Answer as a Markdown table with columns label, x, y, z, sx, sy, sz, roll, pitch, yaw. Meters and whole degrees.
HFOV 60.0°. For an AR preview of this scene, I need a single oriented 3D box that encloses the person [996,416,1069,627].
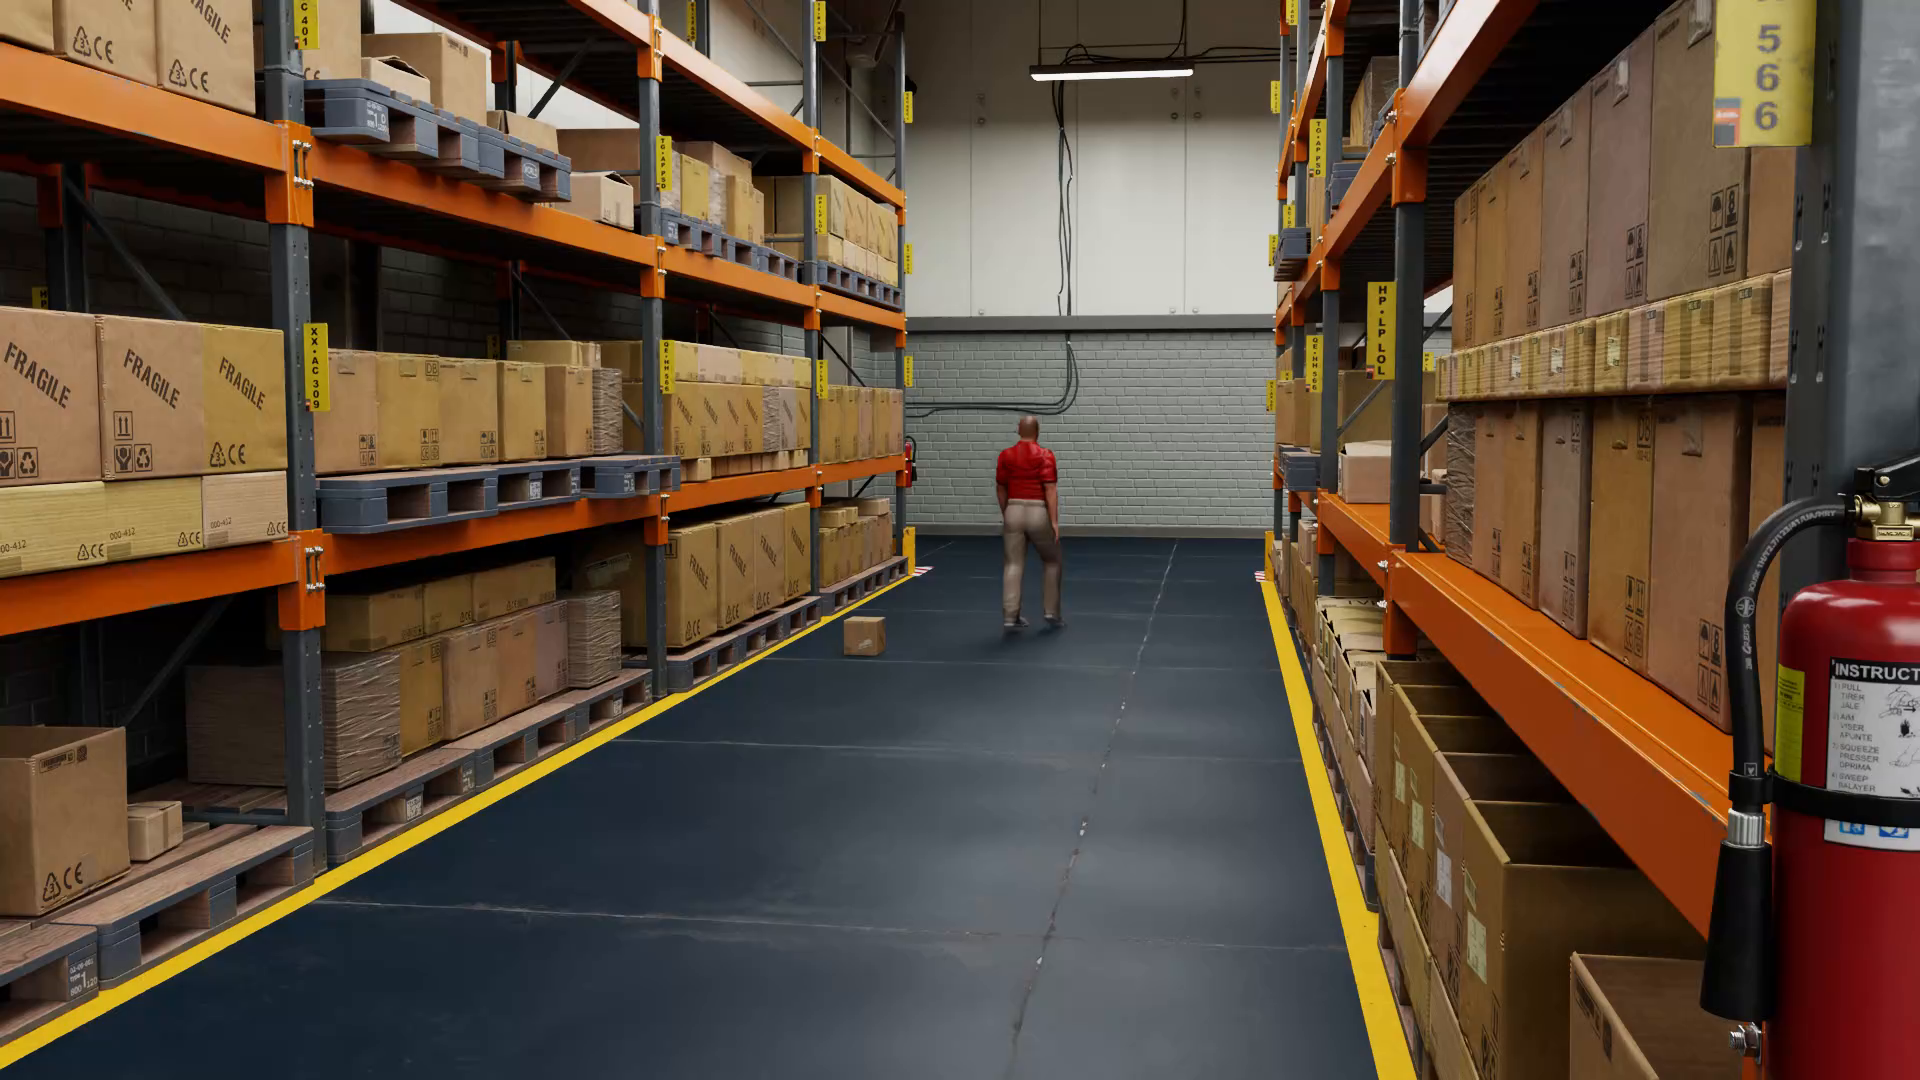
| label | x | y | z | sx | sy | sz | roll | pitch | yaw |
| --- | --- | --- | --- | --- | --- | --- | --- | --- | --- |
| person | 0.581 | -0.114 | 13.461 | 0.586 | 1.781 | 0.740 | 2 | 5 | 20 |
